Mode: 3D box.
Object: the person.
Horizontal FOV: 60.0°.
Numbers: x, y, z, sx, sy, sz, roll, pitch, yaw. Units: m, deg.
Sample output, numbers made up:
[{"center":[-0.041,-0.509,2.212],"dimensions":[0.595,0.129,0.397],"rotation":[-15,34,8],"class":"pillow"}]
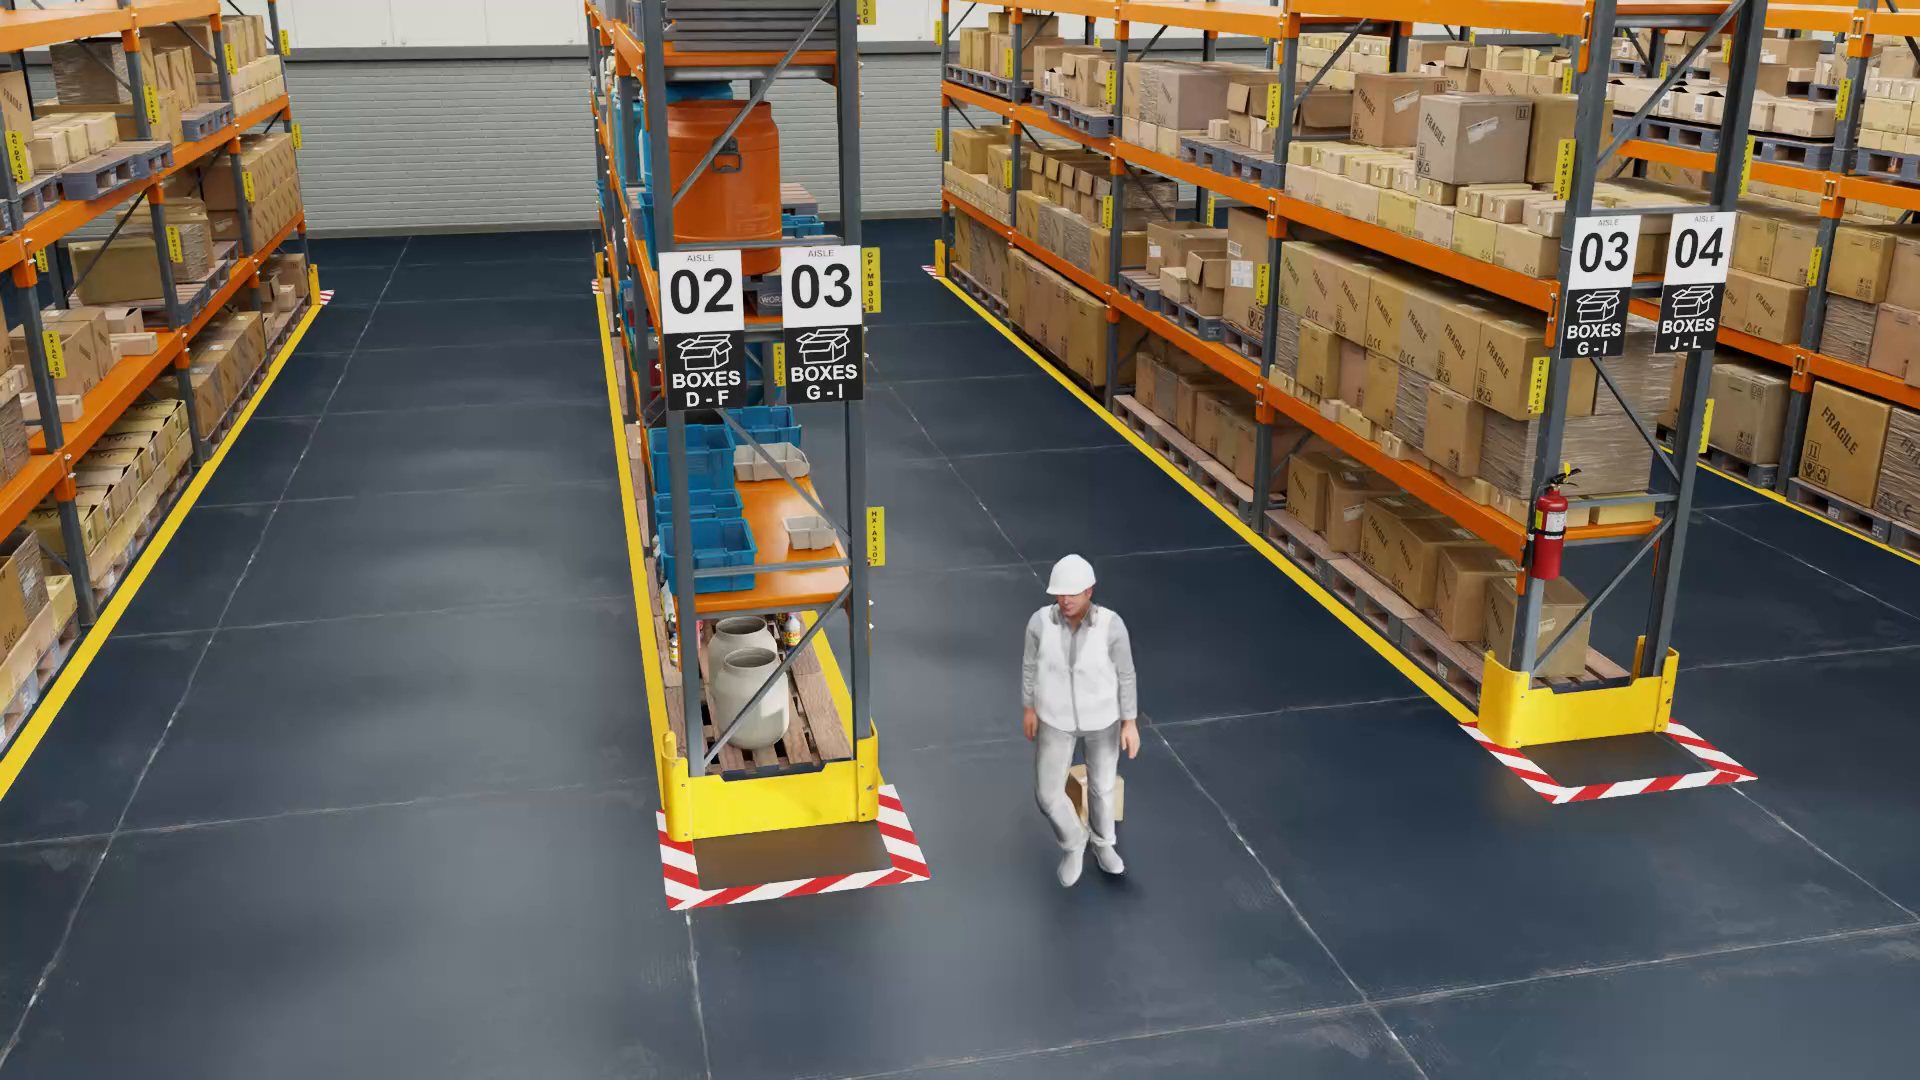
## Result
[{"center":[0.610,0.914,8.421],"dimensions":[0.606,1.779,0.508],"rotation":[2,20,5],"class":"person"}]
